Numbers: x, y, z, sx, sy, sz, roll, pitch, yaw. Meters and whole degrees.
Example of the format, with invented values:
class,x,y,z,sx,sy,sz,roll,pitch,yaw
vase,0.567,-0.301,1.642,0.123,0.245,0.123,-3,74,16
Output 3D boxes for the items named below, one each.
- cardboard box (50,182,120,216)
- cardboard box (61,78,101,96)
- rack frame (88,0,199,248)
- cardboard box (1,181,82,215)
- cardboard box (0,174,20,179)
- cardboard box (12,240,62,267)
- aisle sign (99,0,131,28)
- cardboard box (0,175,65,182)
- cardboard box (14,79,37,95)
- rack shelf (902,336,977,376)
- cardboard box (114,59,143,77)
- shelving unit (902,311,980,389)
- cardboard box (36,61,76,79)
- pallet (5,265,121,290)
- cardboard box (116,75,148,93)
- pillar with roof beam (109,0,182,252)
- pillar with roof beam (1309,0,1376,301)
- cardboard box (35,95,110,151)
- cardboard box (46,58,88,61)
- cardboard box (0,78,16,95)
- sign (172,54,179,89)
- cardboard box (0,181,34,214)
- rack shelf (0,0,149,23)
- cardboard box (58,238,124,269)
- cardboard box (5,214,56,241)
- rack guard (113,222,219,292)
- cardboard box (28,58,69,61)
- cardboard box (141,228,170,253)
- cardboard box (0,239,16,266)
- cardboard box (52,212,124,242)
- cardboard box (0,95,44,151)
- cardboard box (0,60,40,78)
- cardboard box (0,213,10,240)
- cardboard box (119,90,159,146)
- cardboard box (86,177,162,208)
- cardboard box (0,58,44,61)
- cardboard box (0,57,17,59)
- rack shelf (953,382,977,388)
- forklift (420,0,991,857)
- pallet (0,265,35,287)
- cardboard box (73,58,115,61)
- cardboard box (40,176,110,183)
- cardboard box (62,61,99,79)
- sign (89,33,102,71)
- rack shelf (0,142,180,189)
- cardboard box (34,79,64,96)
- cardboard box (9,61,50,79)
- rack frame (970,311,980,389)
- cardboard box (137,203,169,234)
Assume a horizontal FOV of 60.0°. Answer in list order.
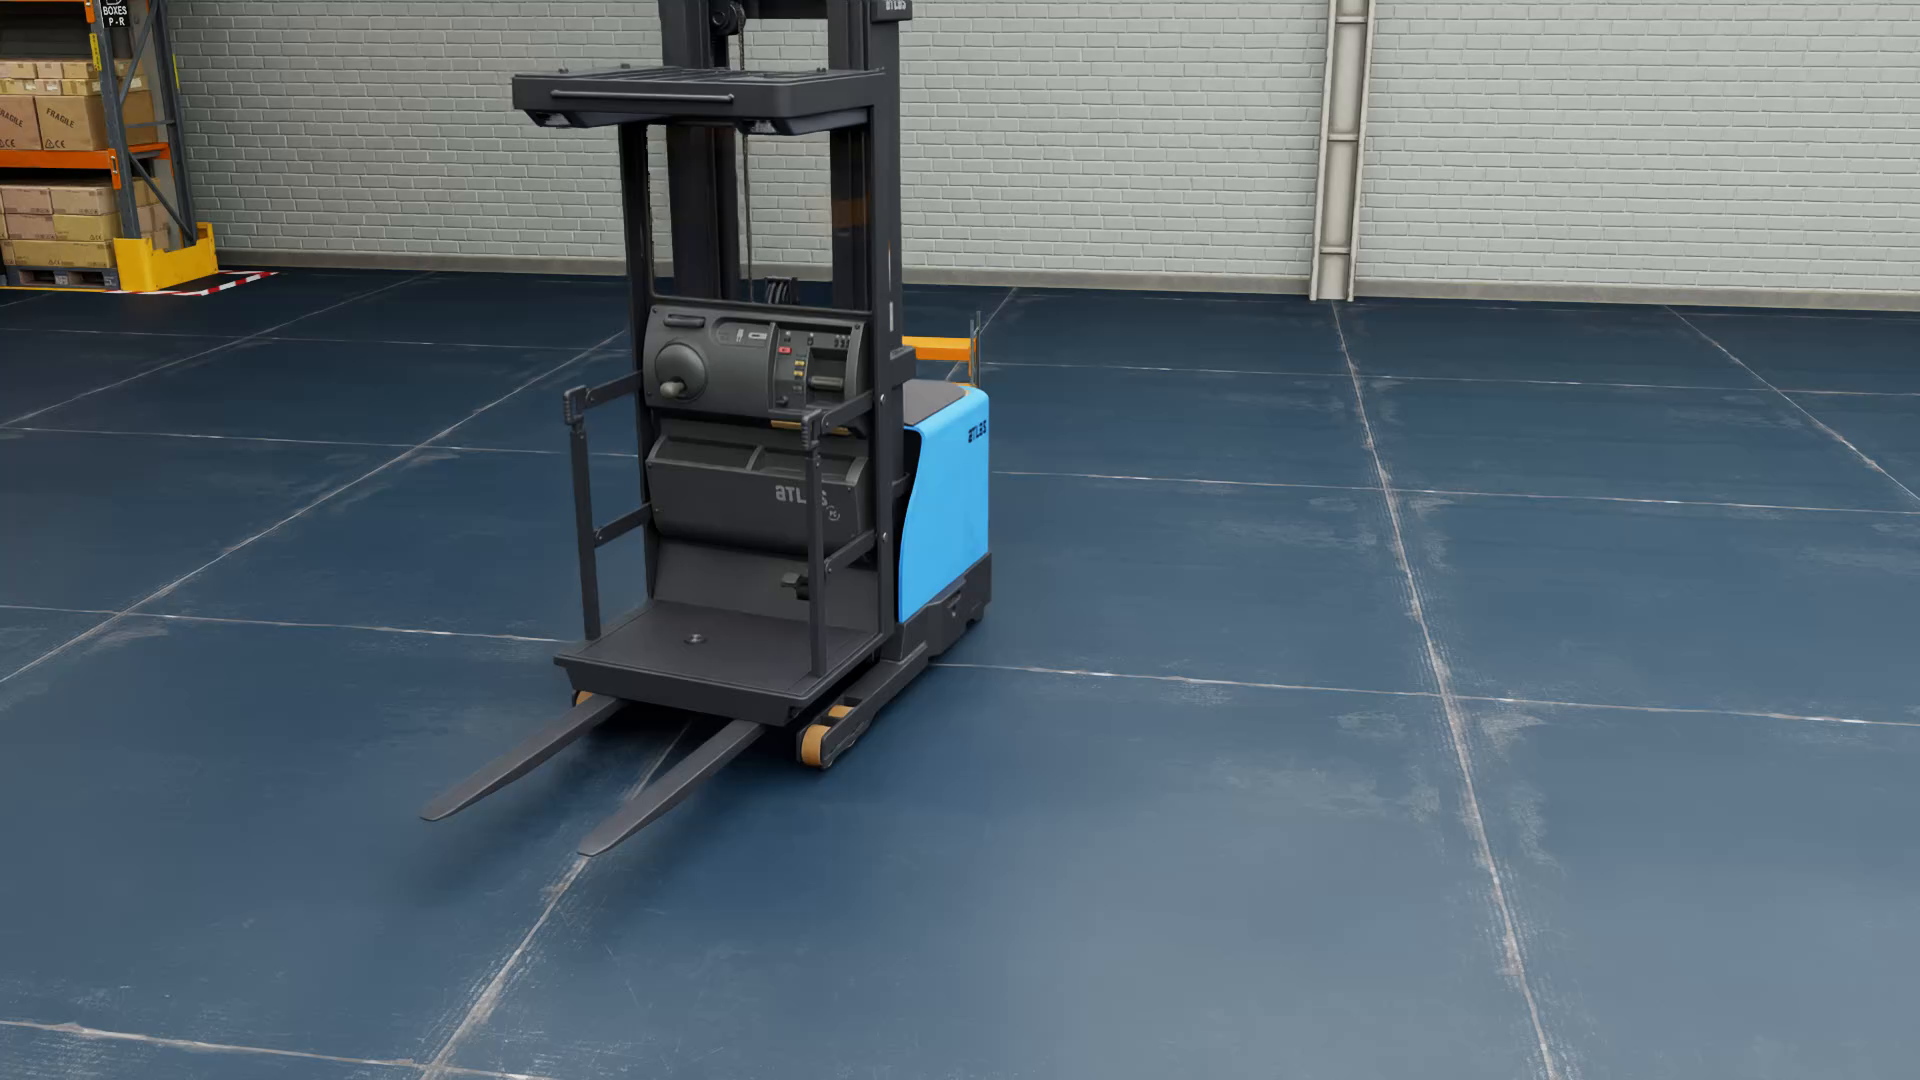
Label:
class,x,y,z,sx,sy,sz,roll,pitch,yaw
cardboard box,-8.330,-3.277,15.967,0.500,0.250,0.500,4,19,10
cardboard box,-8.212,-4.267,15.650,0.250,0.149,0.380,3,19,9
rack frame,-7.825,-3.983,15.979,0.127,3.000,1.000,3,19,9
cardboard box,-8.835,-3.301,16.038,0.500,0.250,0.500,3,19,10
cardboard box,-9.761,-3.516,16.680,0.500,0.250,0.500,3,19,8
cardboard box,-8.829,-2.831,16.207,0.500,0.250,0.500,3,19,9
aisle sign,-7.807,-5.120,15.281,0.004,0.787,0.394,3,19,9
cardboard box,-9.256,-3.488,16.596,0.500,0.250,0.500,3,19,8
cardboard box,-8.716,-4.303,15.757,0.250,0.149,0.380,3,19,10
rack shelf,-0.163,-0.950,8.513,0.480,0.148,0.258,3,19,9
cardboard box,-8.123,-4.563,16.063,0.250,0.149,0.380,3,19,8
shelving unit,-0.163,-0.577,8.638,0.503,1.200,0.258,3,19,9
cardboard box,-8.461,-4.433,15.677,0.250,0.149,0.380,3,19,9
pallet,-8.587,-2.686,16.497,1.213,0.211,1.003,3,19,9
cardboard box,-8.119,-4.436,16.154,0.250,0.149,0.380,2,19,7
pillar with roof beam,-9.053,-5.796,11.945,0.400,9.000,9.100,3,19,9
pillar with roof beam,2.795,-5.192,10.140,0.400,9.000,9.100,3,19,9
cardboard box,-8.353,-3.973,15.791,0.500,0.500,0.500,3,19,7
cardboard box,-8.639,-4.595,16.161,0.250,0.149,0.380,3,19,10
cardboard box,-8.959,-4.319,15.805,0.250,0.149,0.380,3,19,8
sign,-7.731,-4.604,16.347,0.005,0.325,0.100,3,19,9
cardboard box,-9.334,-3.324,16.105,0.500,0.250,0.500,3,19,9
rack shelf,-9.800,-5.165,15.918,4.000,0.370,1.077,3,19,9
cardboard box,-8.339,-2.803,16.123,0.500,0.250,0.500,3,19,9
cardboard box,-8.849,-3.070,16.135,0.500,0.250,0.500,3,19,8
rack guard,-7.802,-2.796,16.372,0.348,0.500,1.175,3,19,9
cardboard box,-8.881,-4.612,16.212,0.250,0.149,0.380,3,19,9
cardboard box,-8.279,-2.964,16.605,0.500,0.250,0.500,3,19,9
cardboard box,-9.321,-2.859,16.291,0.500,0.250,0.500,3,19,9
cardboard box,-8.356,-3.041,16.050,0.500,0.250,0.500,3,19,8
cardboard box,-8.864,-4.002,15.878,0.500,0.500,0.500,4,19,10
cardboard box,-8.958,-4.474,15.798,0.250,0.149,0.380,3,19,9
cardboard box,-9.362,-3.090,16.193,0.500,0.250,0.500,2,19,7
cardboard box,-8.270,-4.142,16.297,0.500,0.500,0.500,4,19,10
cardboard box,-8.270,-3.435,16.439,0.500,0.250,0.500,3,19,8
cardboard box,-9.145,-4.618,16.228,0.250,0.149,0.380,4,19,10
cardboard box,-9.389,-4.662,16.360,0.250,0.149,0.380,2,19,7
rack shelf,-0.163,-0.726,8.588,0.480,0.148,0.258,3,19,9
forklift,-0.881,-0.682,6.224,1.130,2.935,3.031,7,20,21
pallet,-9.788,-2.748,16.683,1.213,0.211,1.003,3,19,9
cardboard box,-8.376,-4.596,16.162,0.250,0.149,0.380,4,19,11
cardboard box,-8.764,-3.460,16.511,0.500,0.250,0.500,3,19,9
cardboard box,-8.212,-4.431,15.669,0.250,0.149,0.380,3,19,9
sign,-7.925,-4.475,15.251,0.005,0.325,0.100,3,19,9
rack shelf,-9.800,-3.742,16.394,4.000,0.370,1.077,3,19,9
cardboard box,-8.469,-4.271,15.660,0.250,0.149,0.380,3,19,10
cardboard box,-8.724,-4.438,15.691,0.250,0.149,0.380,3,19,10
rack frame,0.077,-0.565,8.601,0.015,1.200,0.240,3,19,9
cardboard box,-8.257,-3.204,16.534,0.500,0.250,0.500,3,19,10
